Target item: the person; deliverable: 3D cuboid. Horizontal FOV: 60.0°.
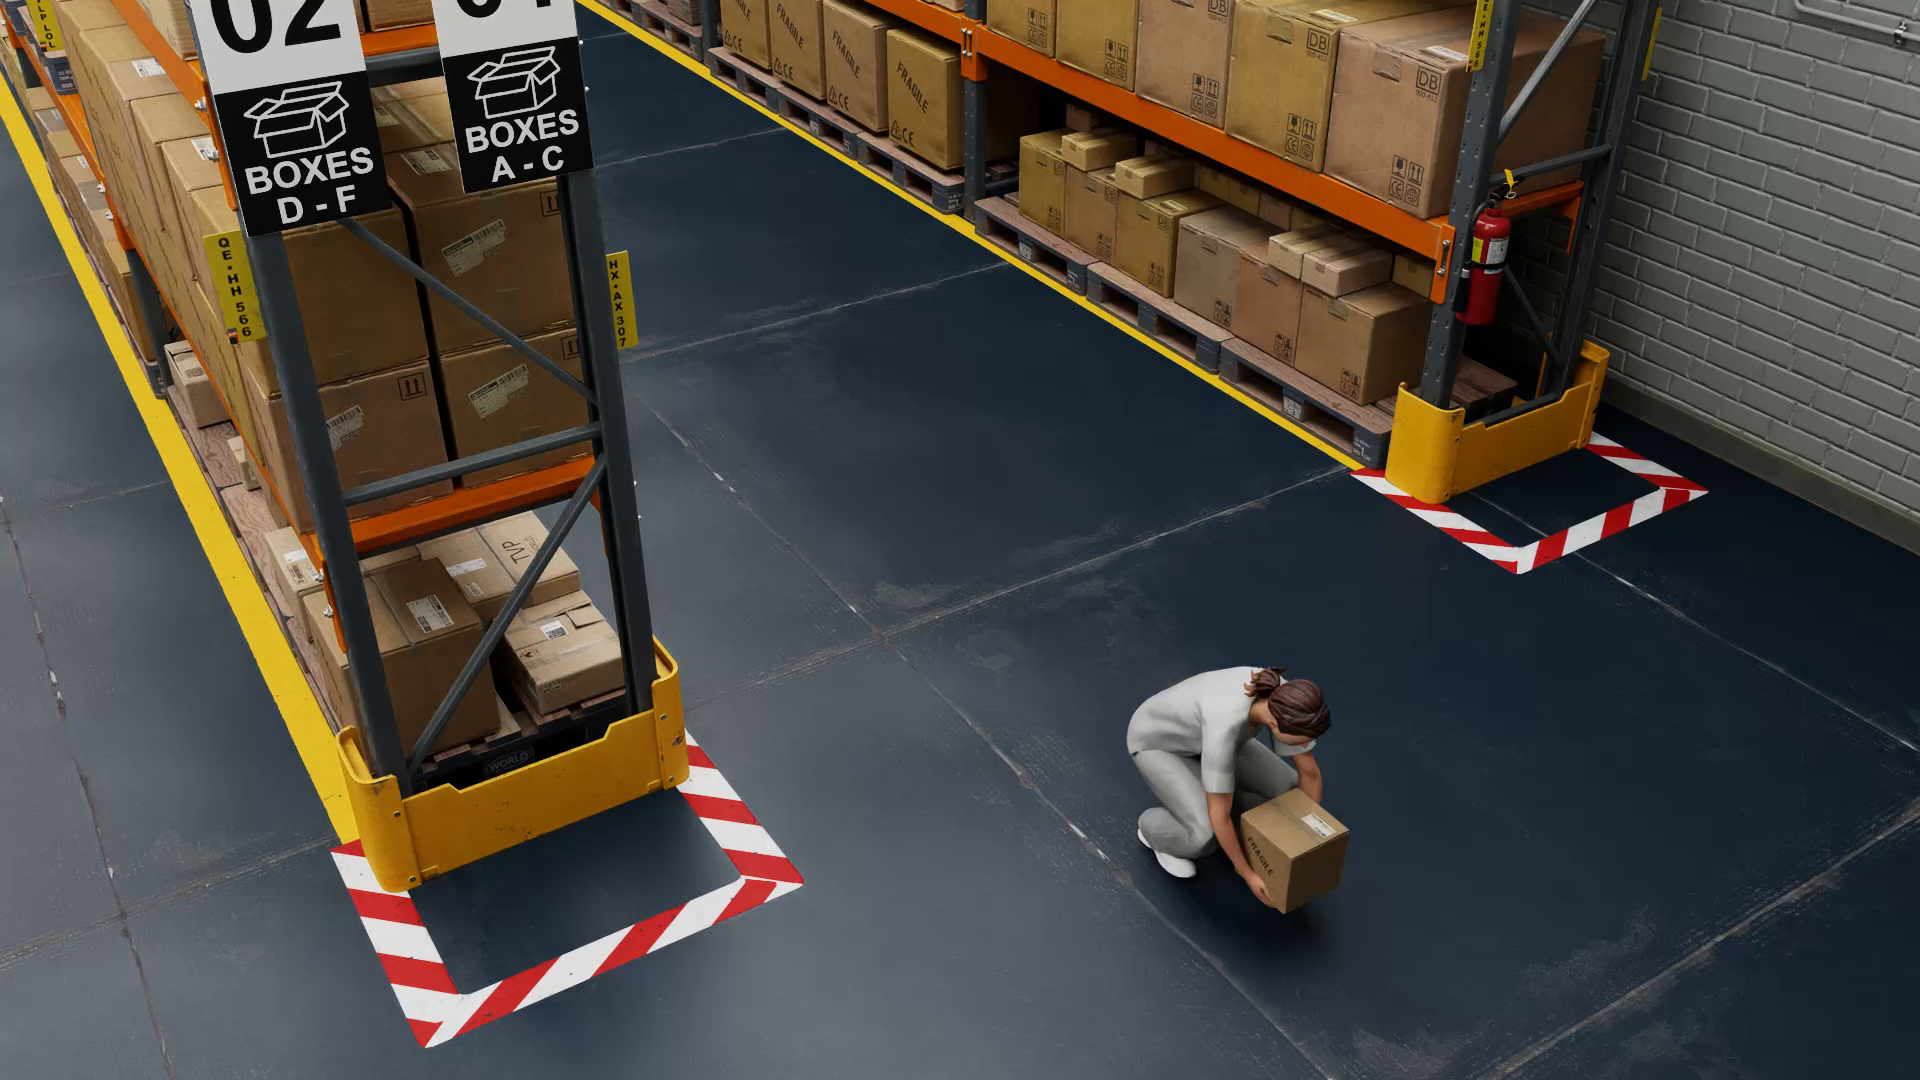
[{"bbox_3d":[0.924,0.766,5.662,0.494,0.909,0.802,-19,37,-27],"label":"person"}]
